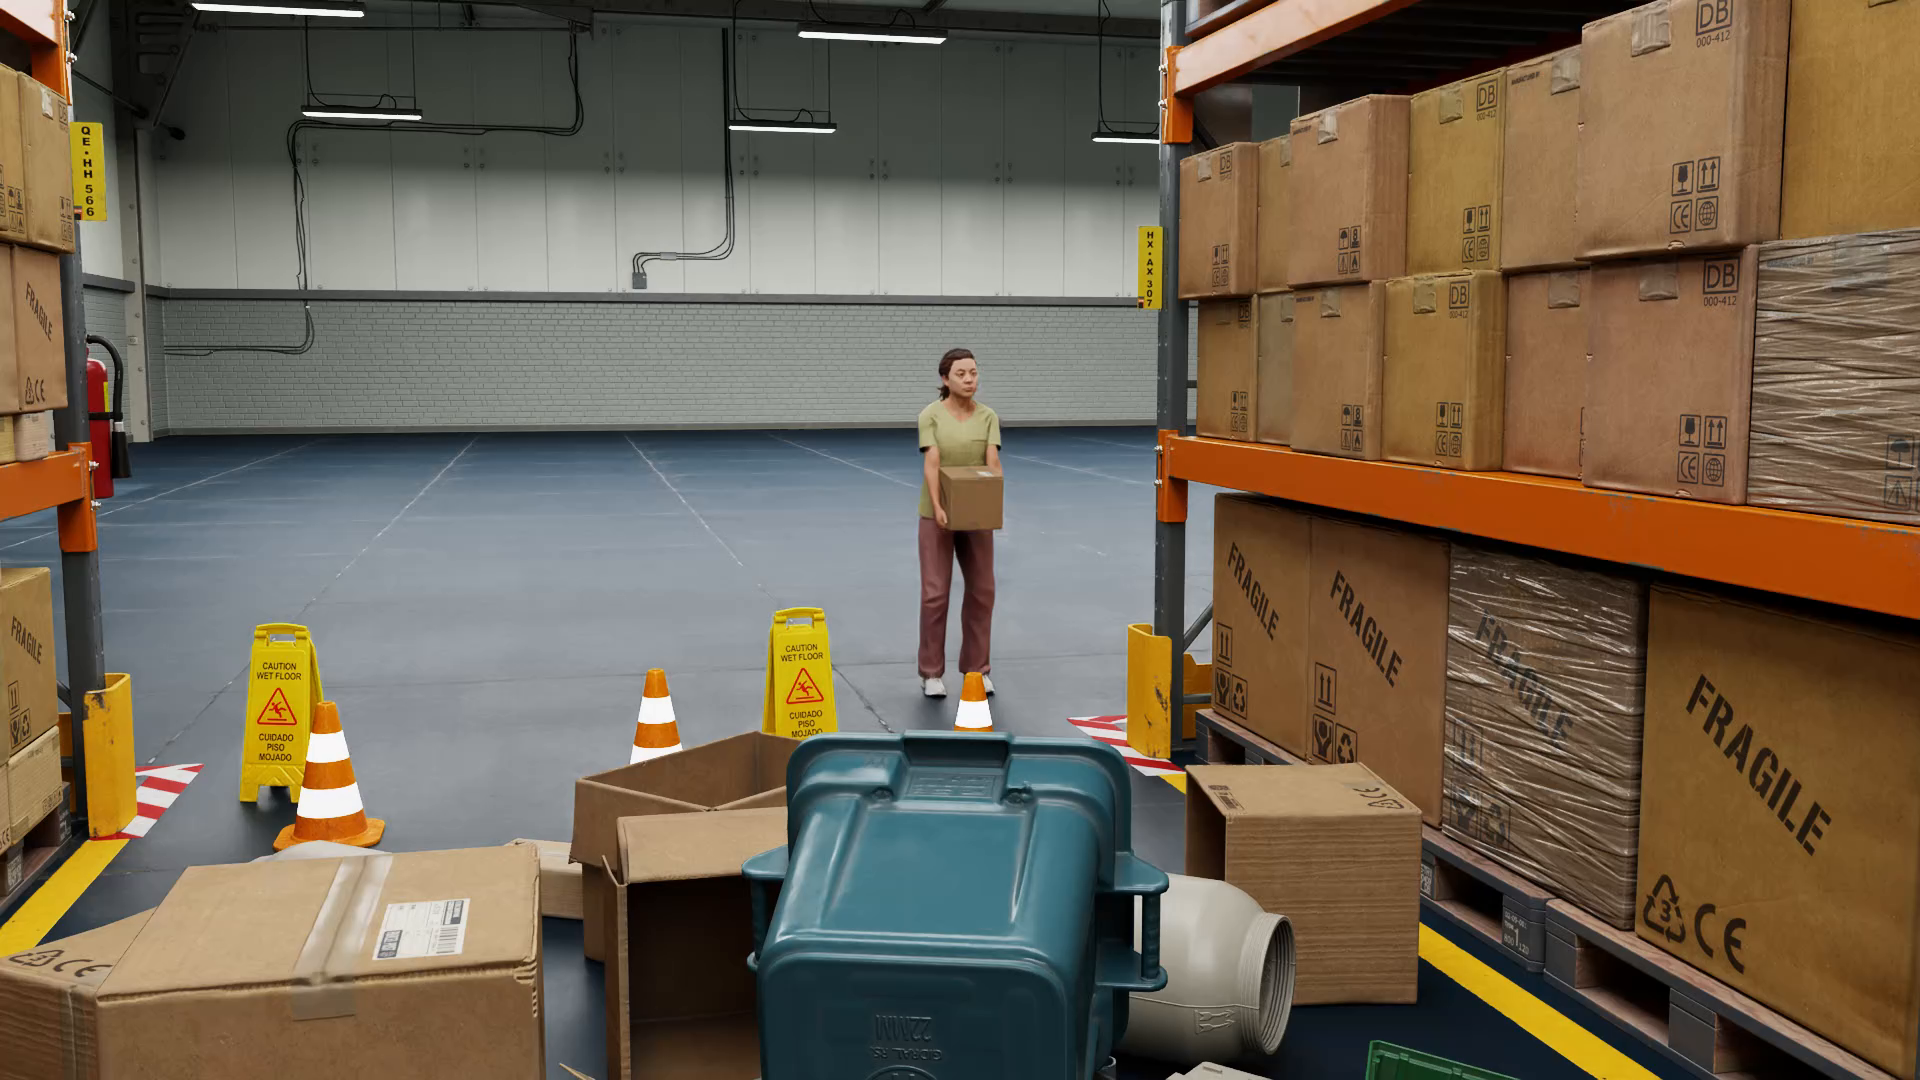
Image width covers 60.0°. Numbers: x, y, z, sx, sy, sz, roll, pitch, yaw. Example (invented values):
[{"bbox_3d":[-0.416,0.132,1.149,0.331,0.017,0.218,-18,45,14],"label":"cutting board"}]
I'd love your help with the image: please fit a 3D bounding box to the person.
[{"bbox_3d":[0.010,-0.080,7.950,0.408,1.667,0.500,-2,6,-15],"label":"person"}]
